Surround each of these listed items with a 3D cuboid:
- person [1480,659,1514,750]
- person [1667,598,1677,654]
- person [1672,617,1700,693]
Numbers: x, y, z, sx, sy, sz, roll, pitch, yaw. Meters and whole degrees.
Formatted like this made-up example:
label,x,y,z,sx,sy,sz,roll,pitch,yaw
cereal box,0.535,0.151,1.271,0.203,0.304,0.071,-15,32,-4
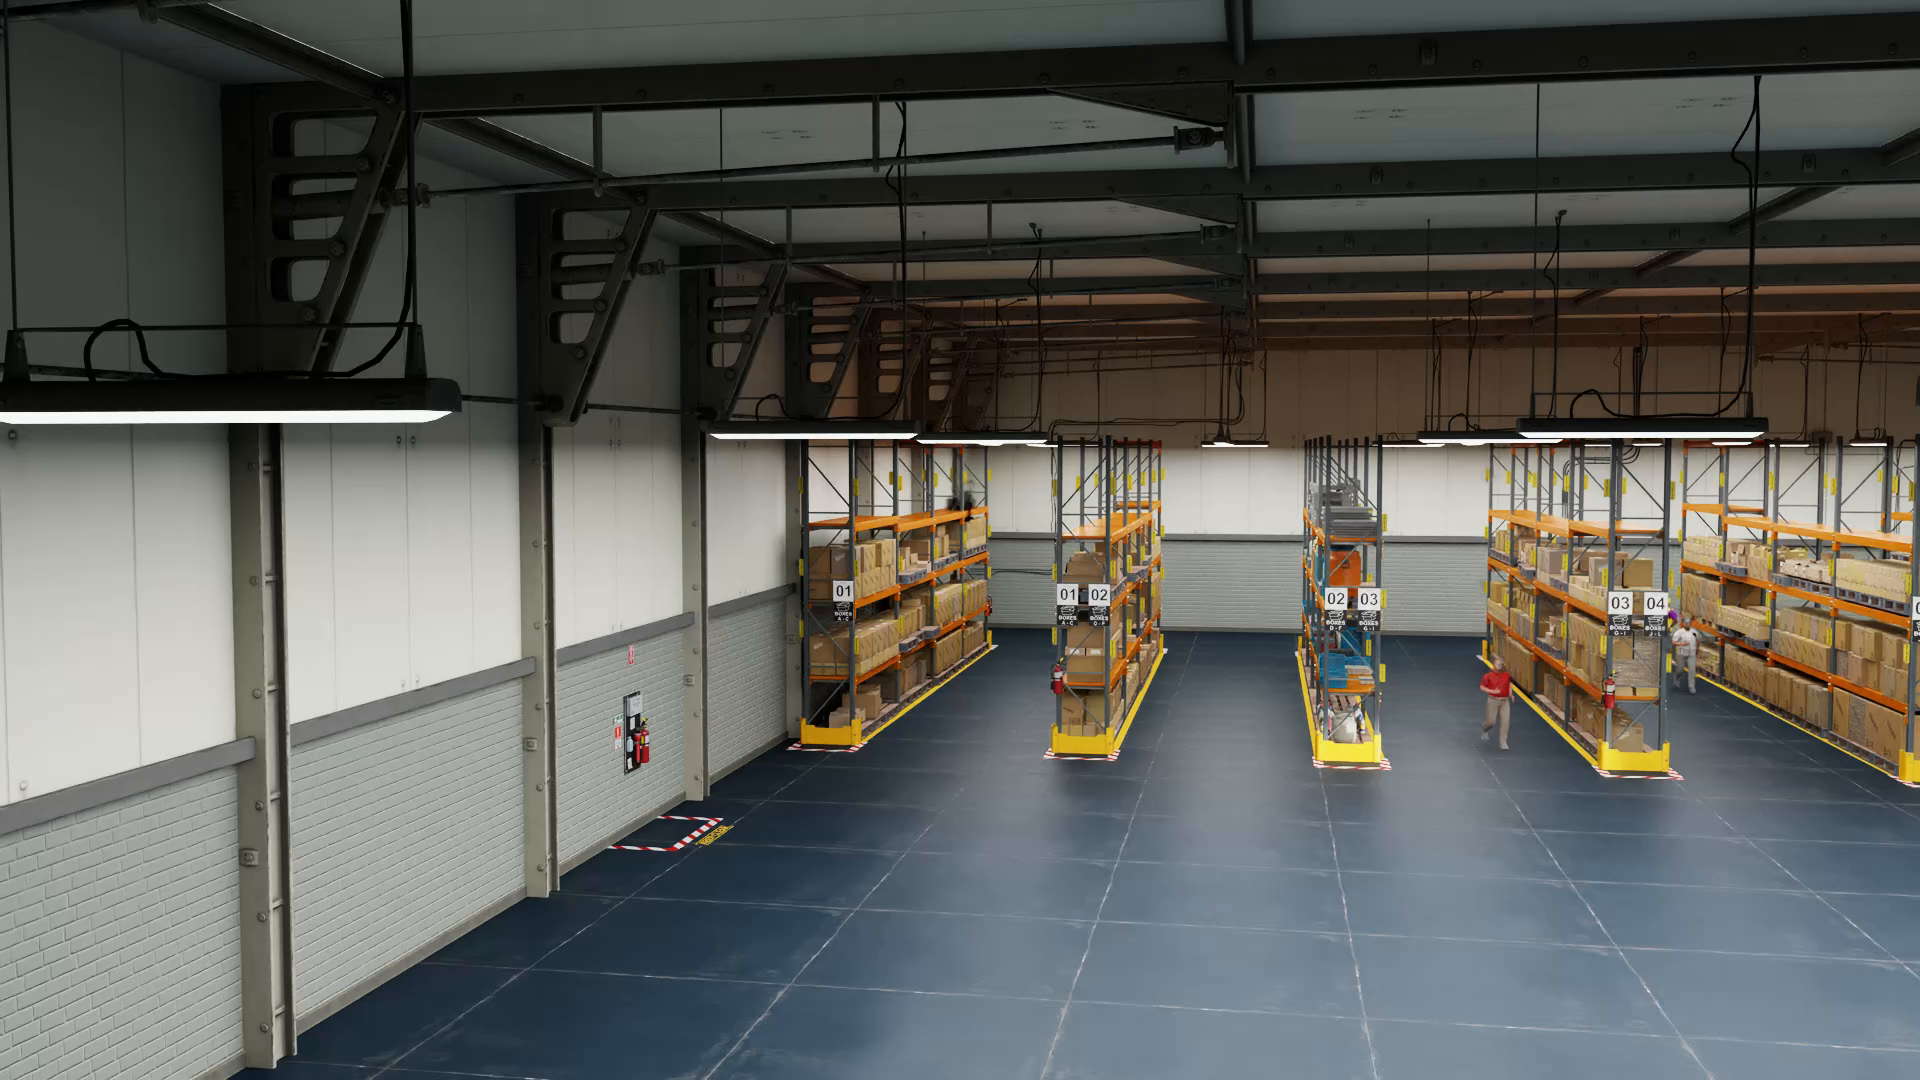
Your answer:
label,x,y,z,sx,sy,sz,roll,pitch,yaw
person,10.343,3.136,32.004,0.675,1.695,0.897,0,3,-3
person,19.232,2.424,45.427,0.536,1.710,0.757,0,3,-2
person,17.190,2.697,39.369,0.651,1.759,0.951,0,3,7
